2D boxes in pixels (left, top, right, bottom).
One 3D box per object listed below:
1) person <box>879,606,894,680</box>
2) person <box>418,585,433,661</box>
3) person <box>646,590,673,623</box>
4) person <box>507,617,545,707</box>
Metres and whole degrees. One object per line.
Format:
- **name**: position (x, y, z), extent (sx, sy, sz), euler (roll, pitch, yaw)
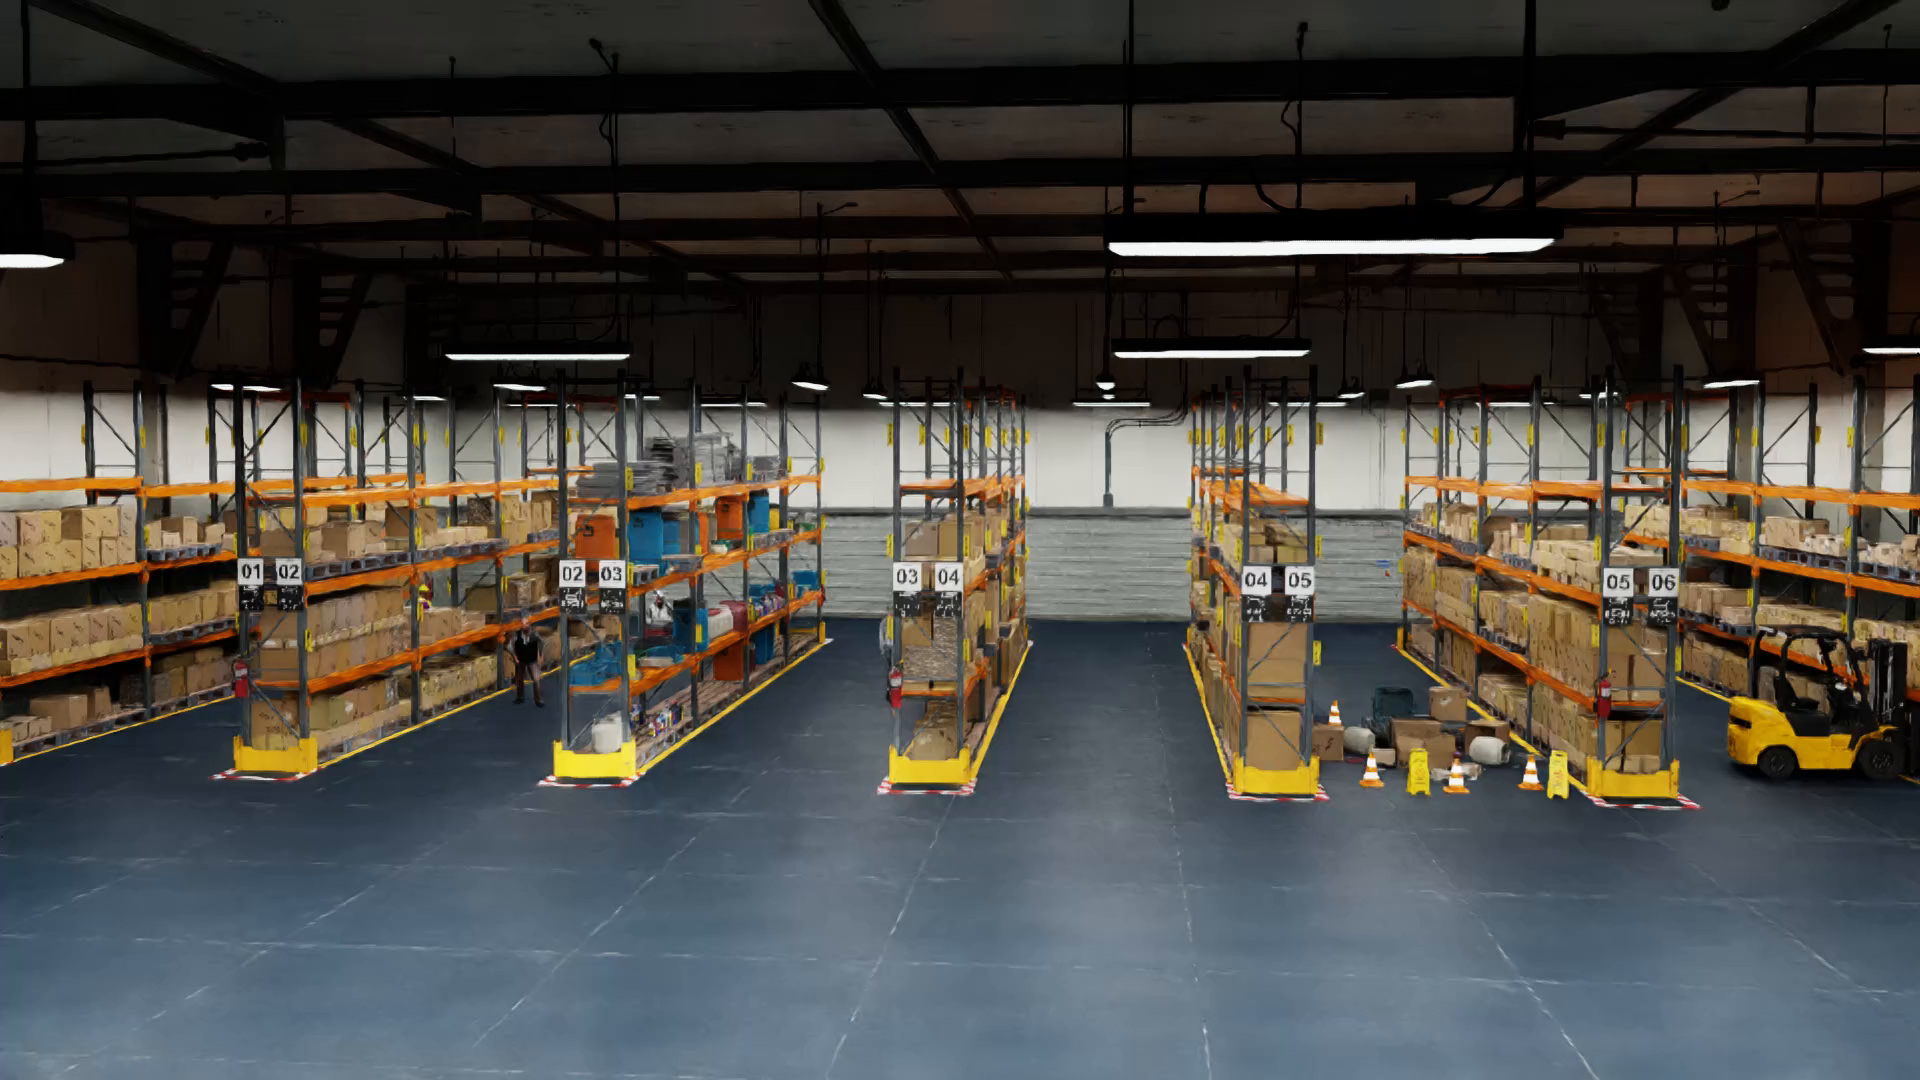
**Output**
- **person**: position (-1.402, 2.101, 33.603), extent (0.495, 1.589, 1.086), euler (0, 4, 7)
- **person**: position (-11.670, 1.866, 36.253), extent (0.457, 1.762, 0.606), euler (-1, 4, -20)
- **person**: position (-6.415, 1.931, 35.681), extent (0.677, 1.726, 0.574), euler (0, 4, 4)
- **person**: position (-8.040, 2.249, 30.881), extent (0.683, 1.661, 0.837), euler (-1, 4, -11)
